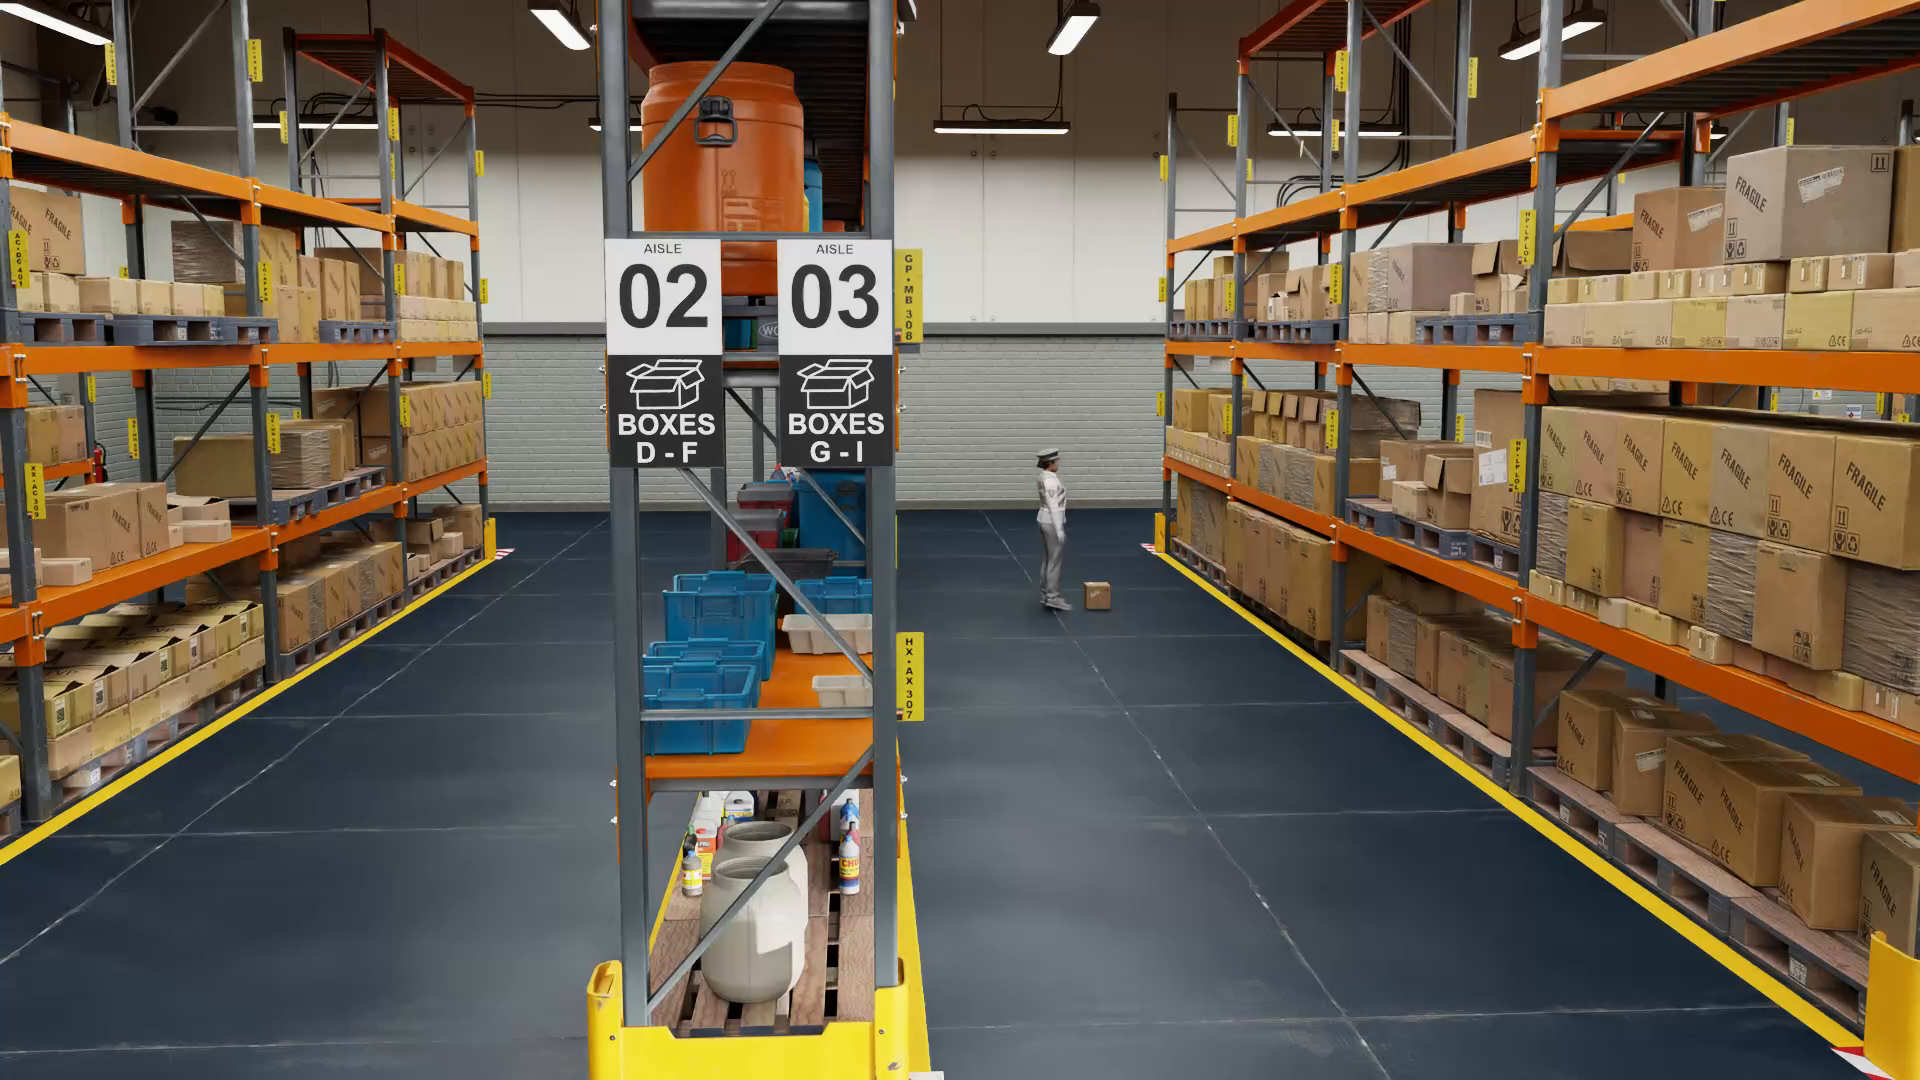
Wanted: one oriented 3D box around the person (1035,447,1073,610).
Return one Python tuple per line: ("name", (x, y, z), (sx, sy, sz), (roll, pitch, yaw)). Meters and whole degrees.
("person", (0.983, -0.128, 17.595), (0.384, 1.709, 0.490), (-1, 7, -9))
